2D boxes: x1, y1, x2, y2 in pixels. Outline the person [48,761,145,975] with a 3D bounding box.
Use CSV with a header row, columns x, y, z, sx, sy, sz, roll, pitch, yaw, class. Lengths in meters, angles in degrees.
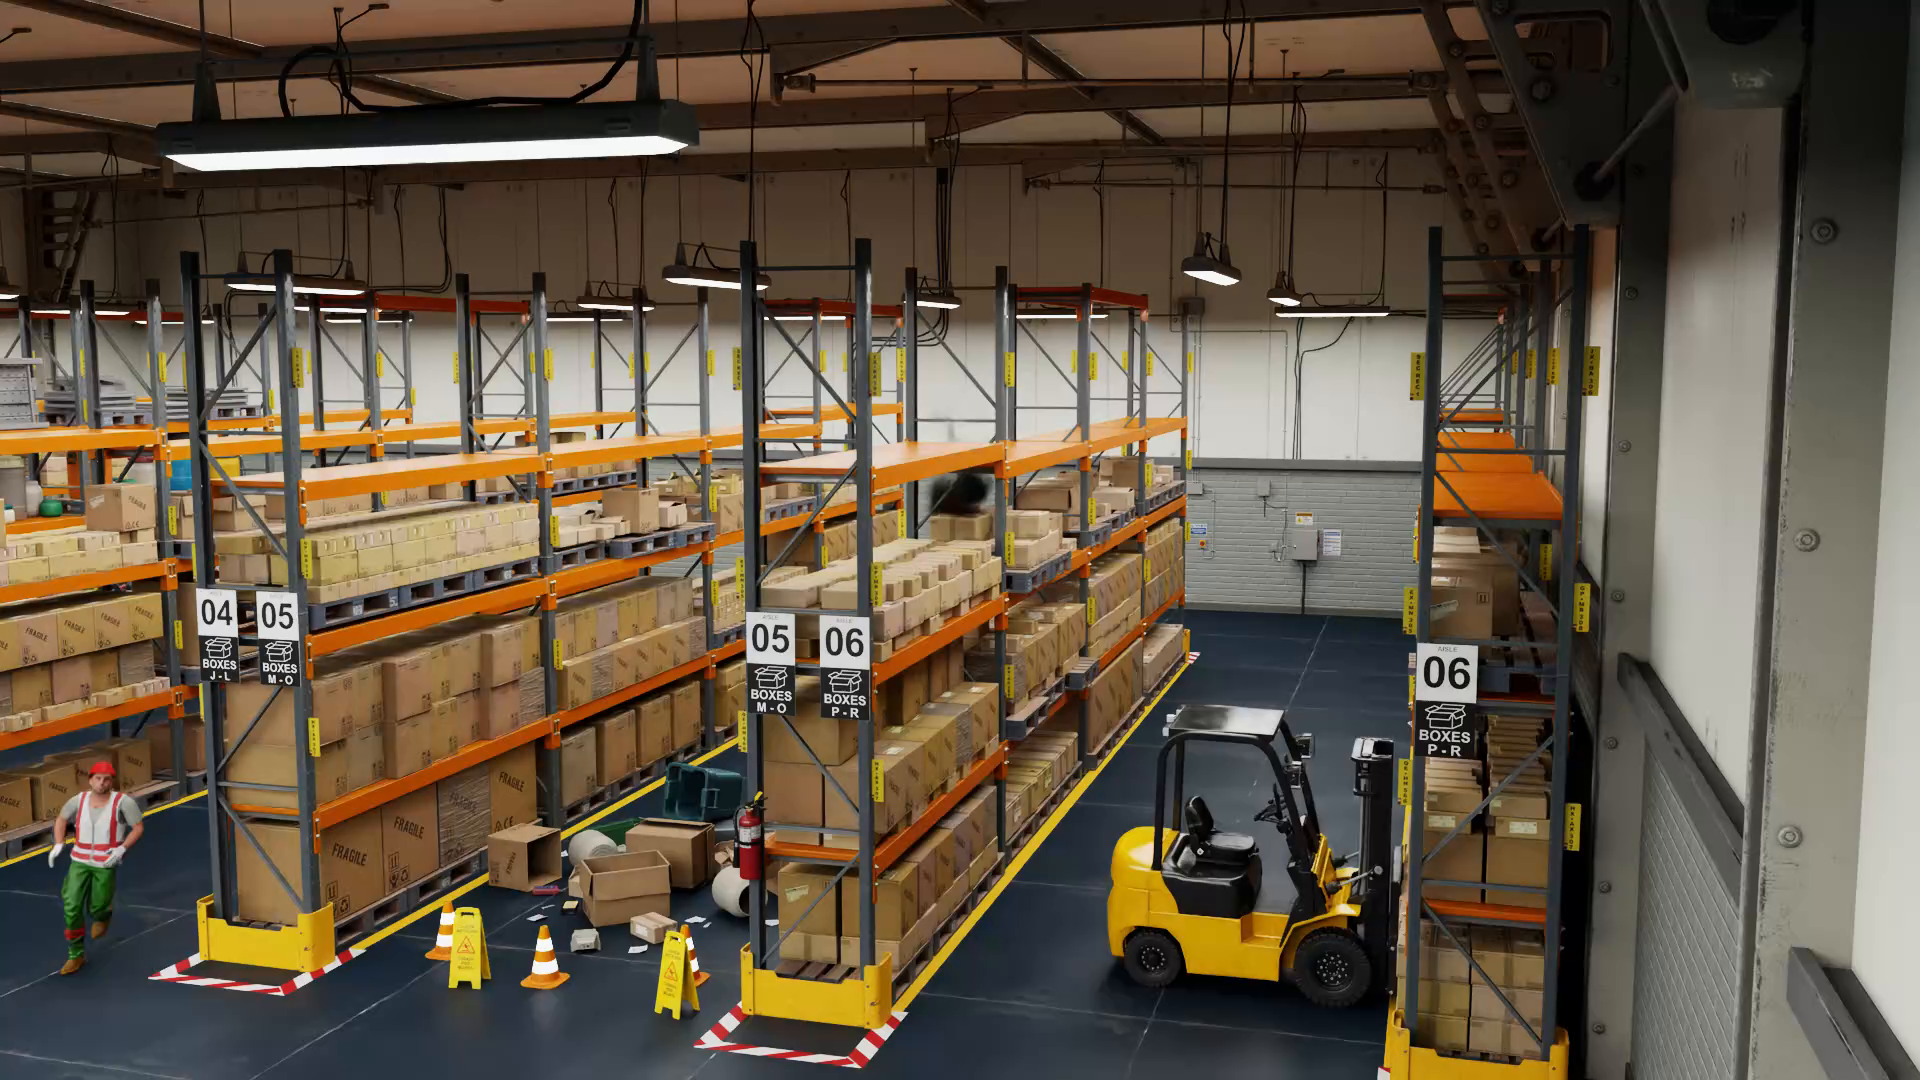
x,y,z,sx,sy,sz,roll,pitch,yaw,class
-7.340,2.735,14.182,0.722,1.745,0.747,-1,7,-11,person
